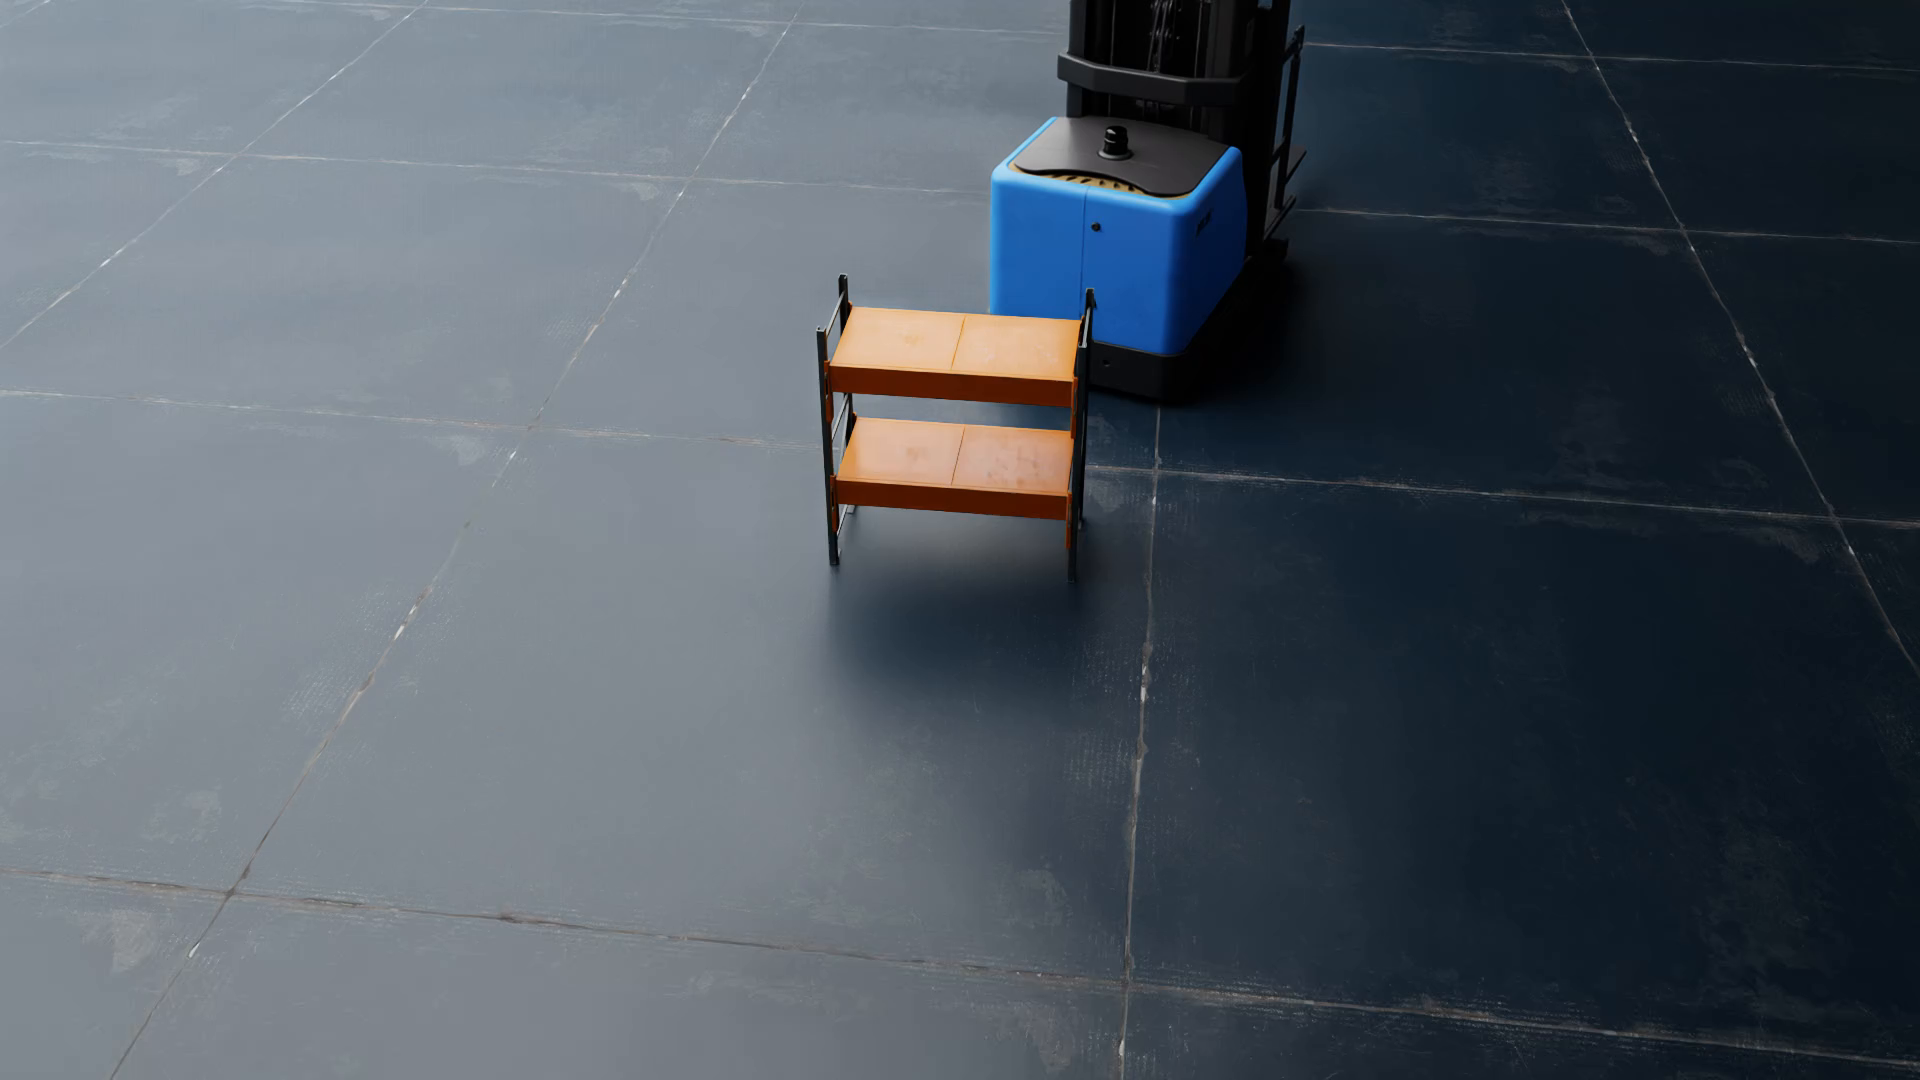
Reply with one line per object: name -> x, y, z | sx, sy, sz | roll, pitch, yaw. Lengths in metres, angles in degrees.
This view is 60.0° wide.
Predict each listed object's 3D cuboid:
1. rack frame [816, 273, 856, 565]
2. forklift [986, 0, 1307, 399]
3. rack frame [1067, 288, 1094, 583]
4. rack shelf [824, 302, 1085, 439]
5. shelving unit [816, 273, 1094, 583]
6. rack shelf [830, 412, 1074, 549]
rack frame -> -0.511, -0.496, 6.977 | 0.032, 1.125, 0.500 | 4, 36, 6
forklift -> 1.205, -2.724, 8.543 | 1.130, 2.935, 3.031 | 15, 38, 20
rack frame -> 0.498, -0.421, 6.871 | 0.032, 1.125, 0.500 | 4, 36, 6
rack shelf -> -0.007, -0.697, 6.754 | 1.000, 0.278, 0.538 | 4, 36, 6
shelving unit -> -0.007, -0.458, 6.924 | 1.048, 1.125, 0.538 | 4, 36, 6
rack shelf -> -0.007, -0.259, 7.066 | 1.000, 0.278, 0.538 | 4, 36, 6
